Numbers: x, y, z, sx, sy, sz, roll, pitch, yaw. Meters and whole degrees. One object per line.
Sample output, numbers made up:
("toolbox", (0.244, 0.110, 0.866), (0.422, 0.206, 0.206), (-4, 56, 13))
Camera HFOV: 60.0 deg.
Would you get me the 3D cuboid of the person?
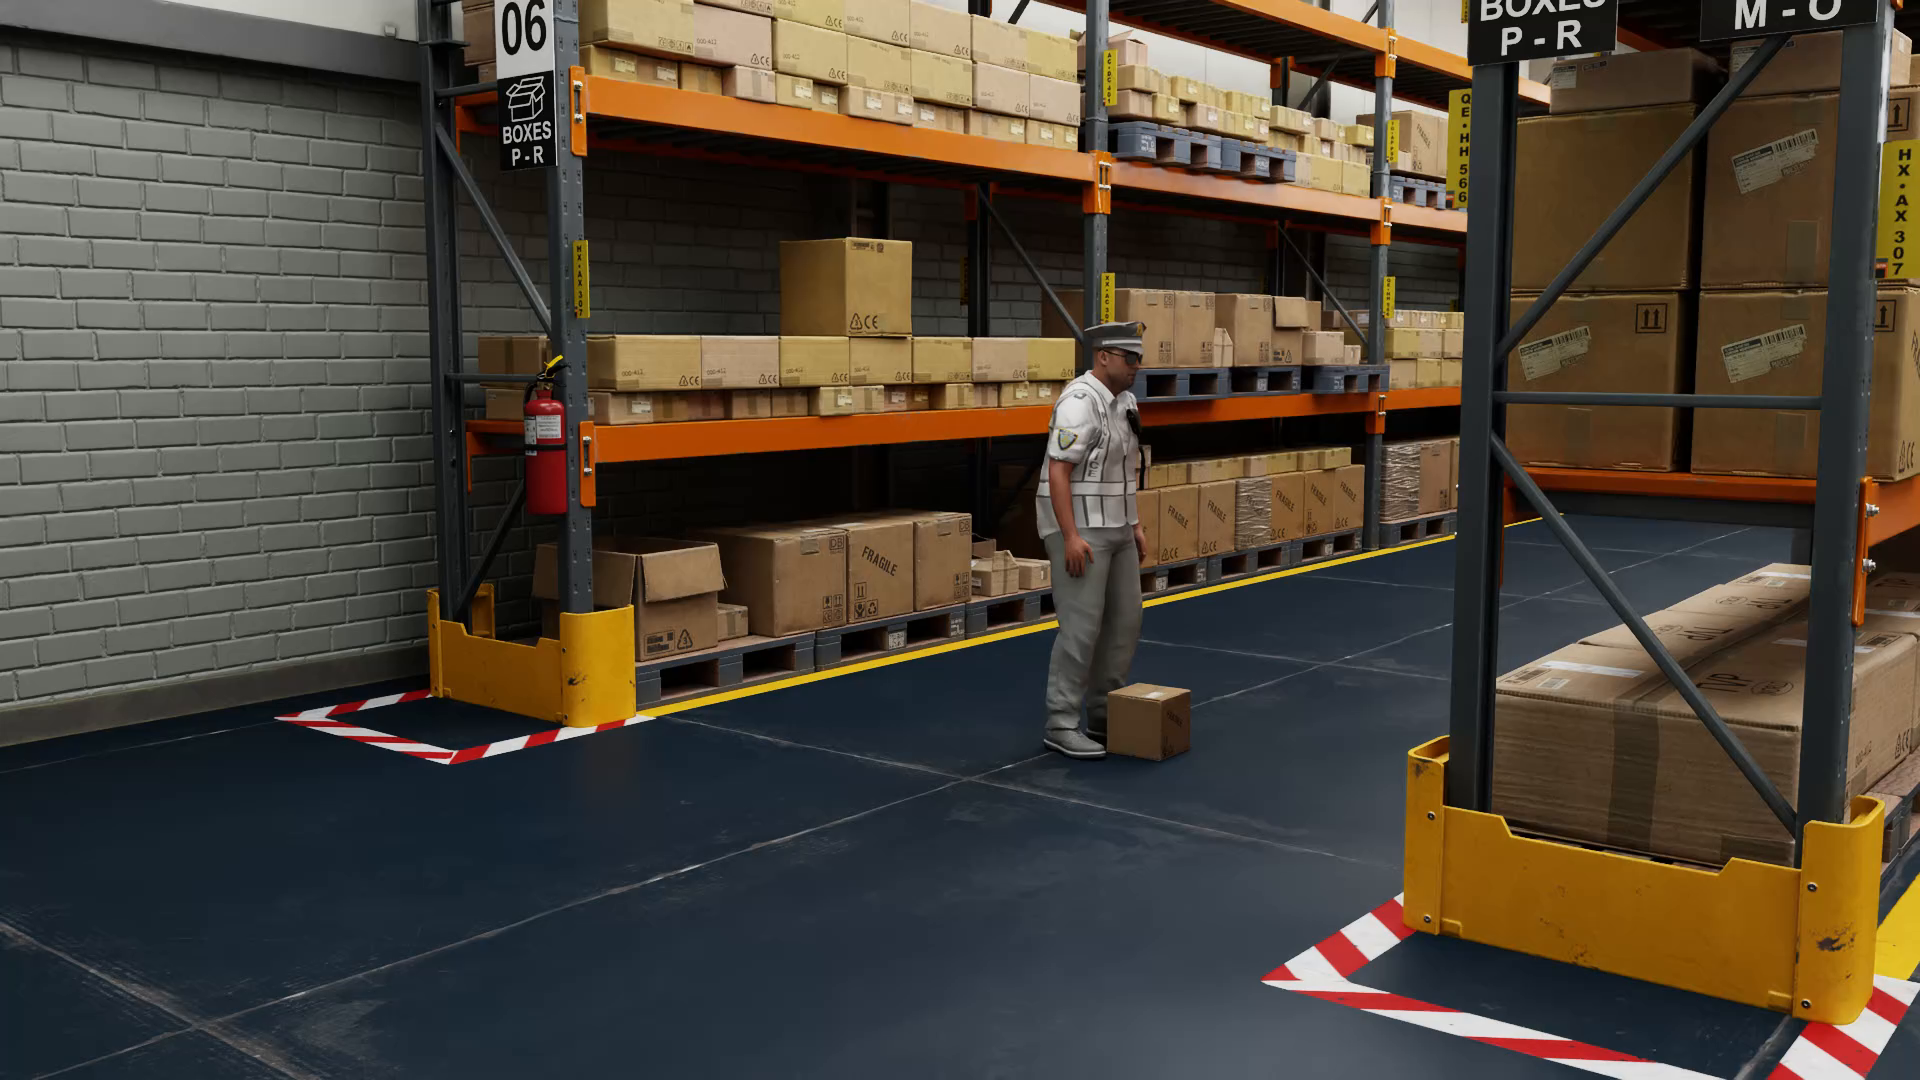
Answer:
("person", (0.571, -0.022, 6.874), (0.470, 1.750, 0.603), (5, 8, 36))
